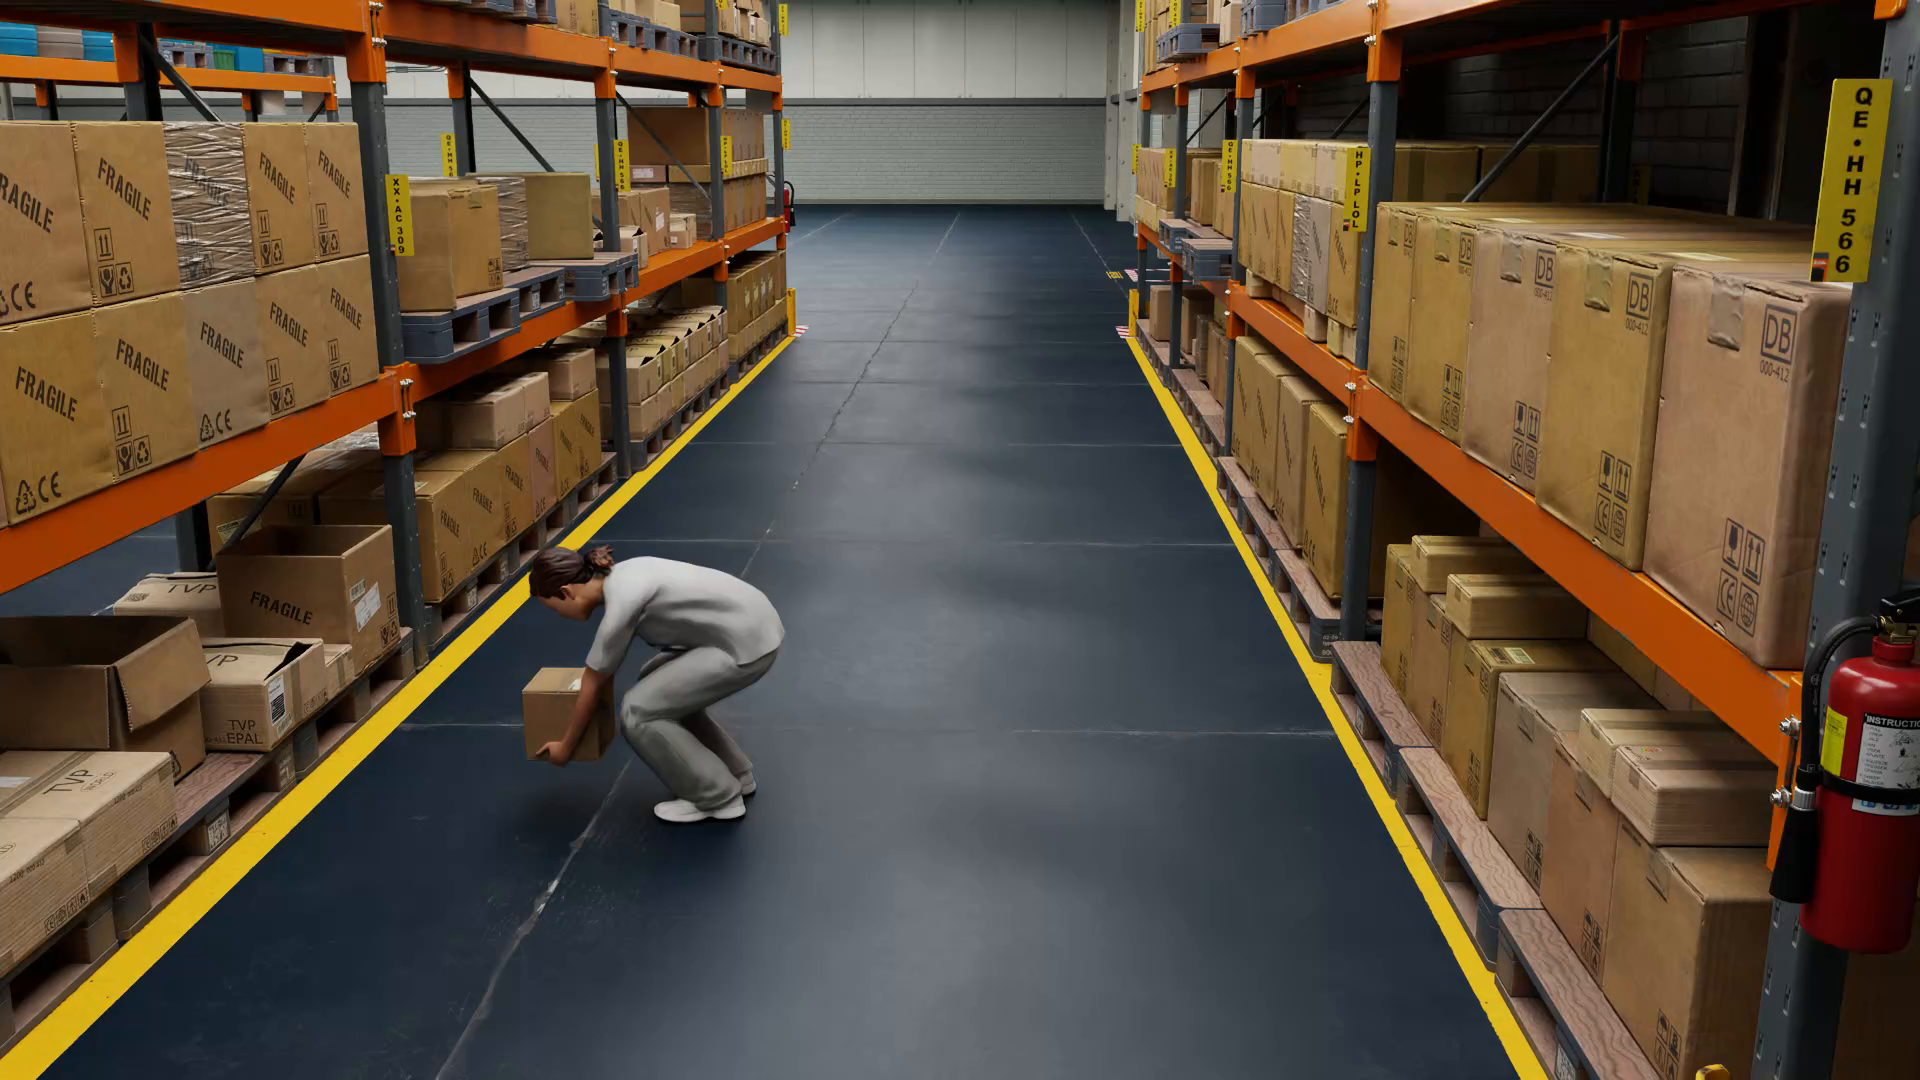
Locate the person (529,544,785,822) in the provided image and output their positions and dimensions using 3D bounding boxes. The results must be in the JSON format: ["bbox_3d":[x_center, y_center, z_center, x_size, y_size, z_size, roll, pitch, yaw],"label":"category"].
[{"bbox_3d":[-1.020,0.464,5.661,0.842,0.943,0.472,0,14,0],"label":"person"}]
